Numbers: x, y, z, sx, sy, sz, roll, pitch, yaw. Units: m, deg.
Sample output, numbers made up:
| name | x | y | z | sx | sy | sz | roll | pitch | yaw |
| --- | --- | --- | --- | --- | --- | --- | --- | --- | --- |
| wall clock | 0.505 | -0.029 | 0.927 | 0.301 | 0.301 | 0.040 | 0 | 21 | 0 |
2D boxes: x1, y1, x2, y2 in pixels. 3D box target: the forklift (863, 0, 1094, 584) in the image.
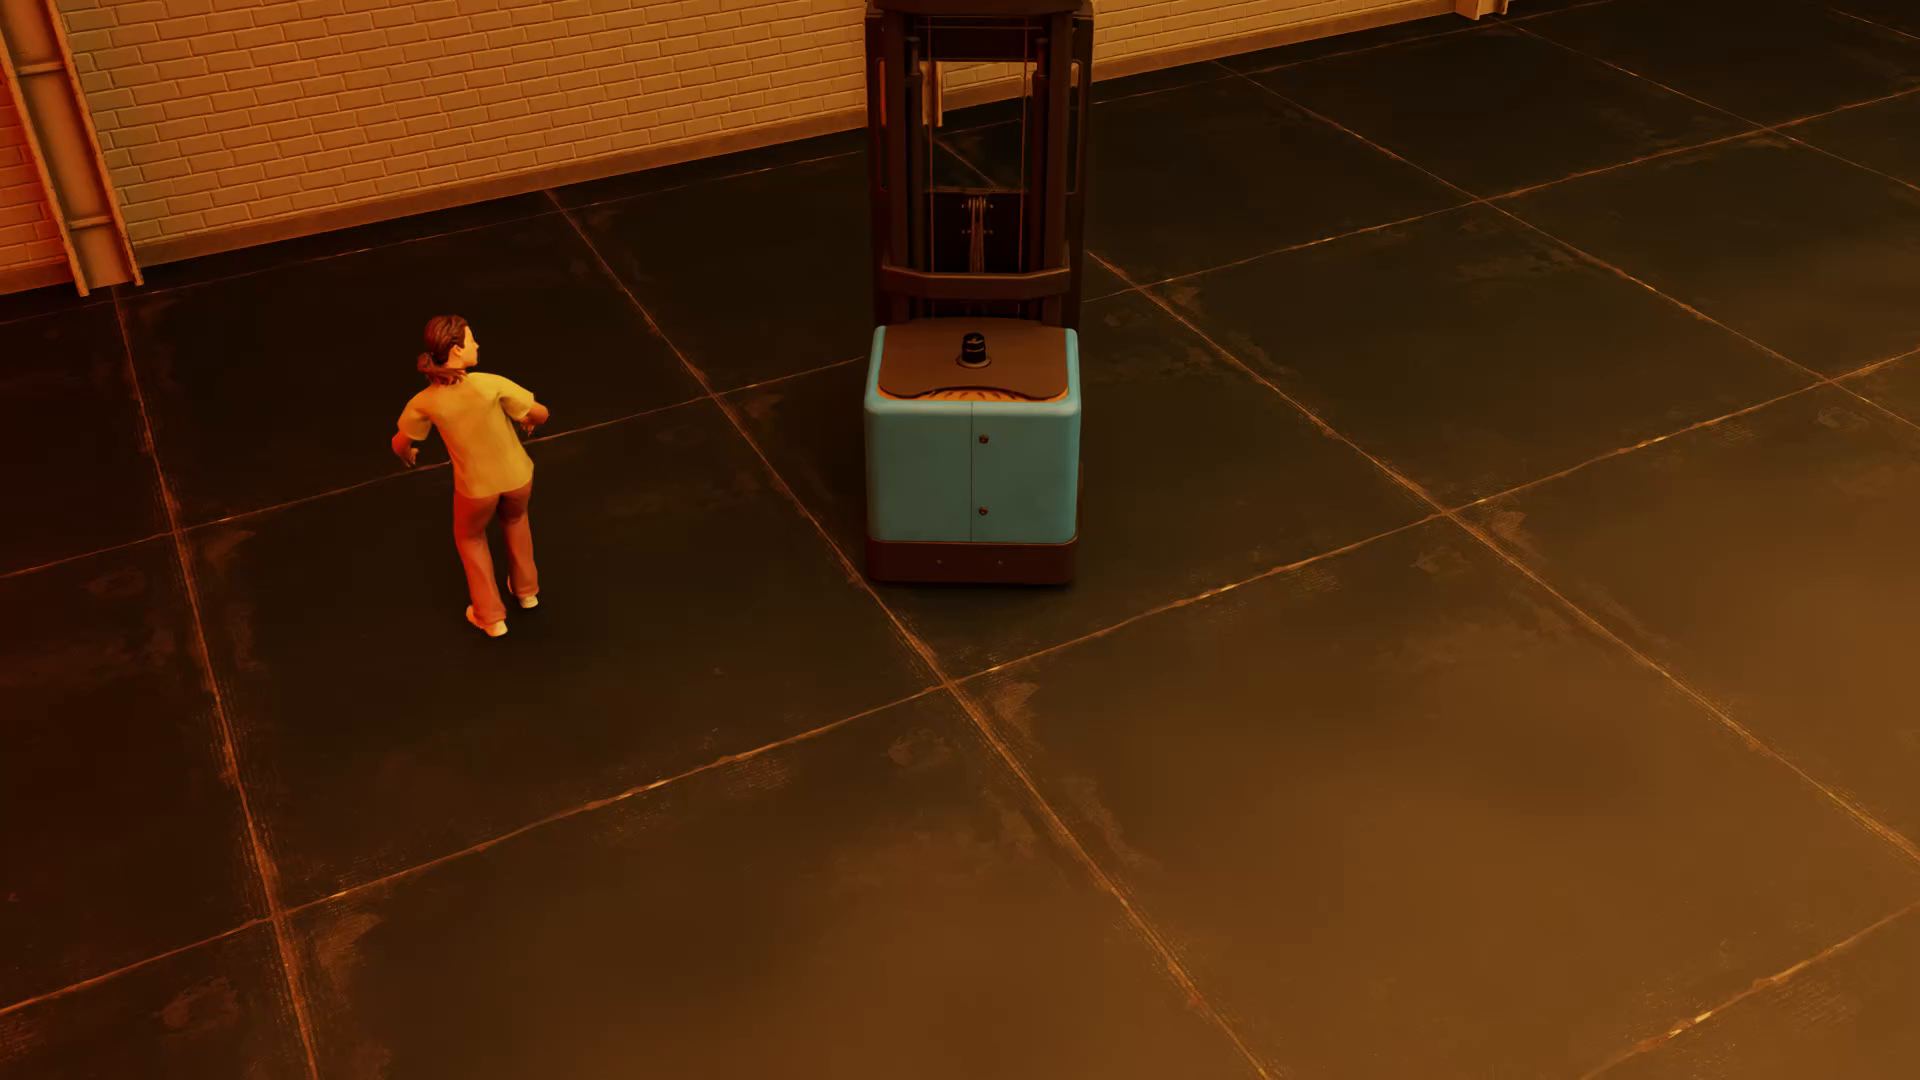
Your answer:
| name | x | y | z | sx | sy | sz | roll | pitch | yaw |
| --- | --- | --- | --- | --- | --- | --- | --- | --- | --- |
| forklift | 0.099 | -1.799 | 8.668 | 1.130 | 2.935 | 3.031 | 1 | 35 | 1 |

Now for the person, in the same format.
| name | x | y | z | sx | sy | sz | roll | pitch | yaw |
| --- | --- | --- | --- | --- | --- | --- | --- | --- | --- |
| person | -2.236 | -0.307 | 7.729 | 0.692 | 1.618 | 0.488 | -13 | 37 | -18 |
